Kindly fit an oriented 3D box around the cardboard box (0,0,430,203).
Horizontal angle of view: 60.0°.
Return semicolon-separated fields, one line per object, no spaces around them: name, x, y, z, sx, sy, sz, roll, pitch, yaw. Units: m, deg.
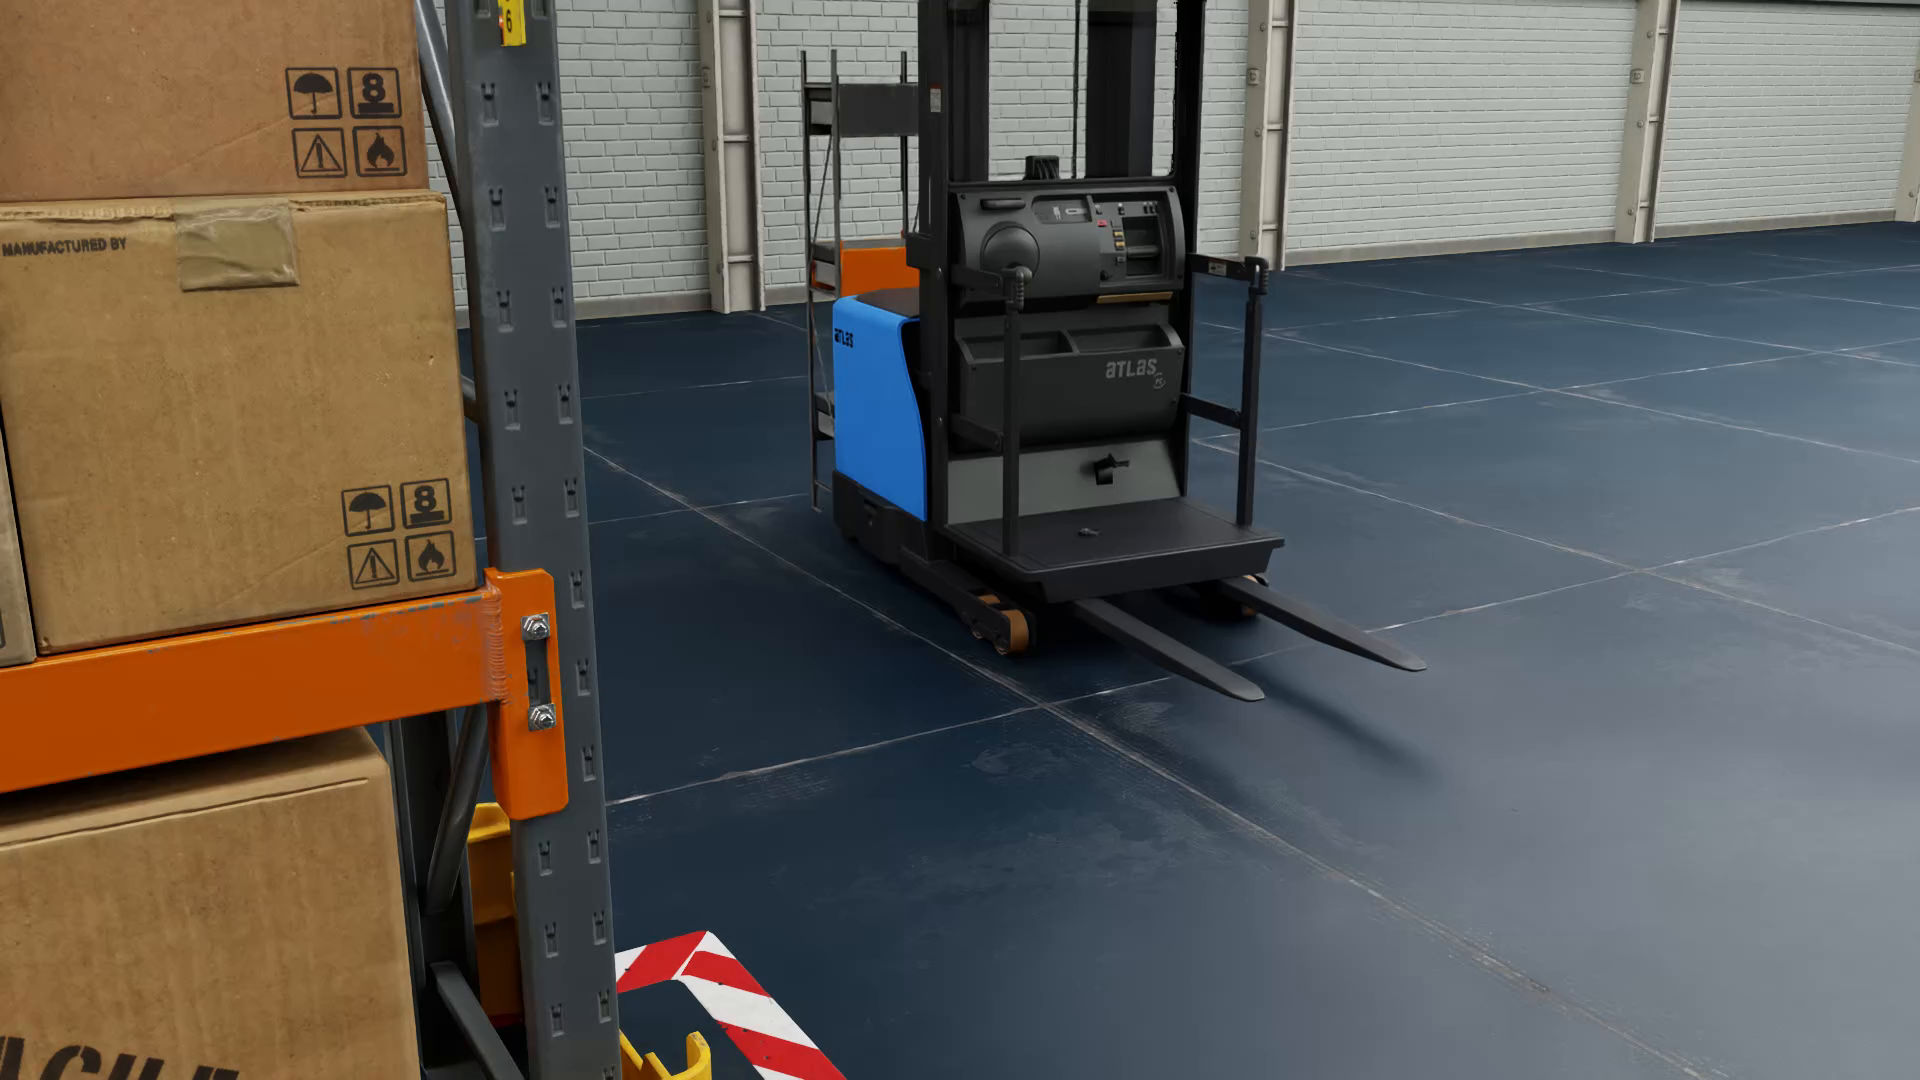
cardboard box;-1.179;-0.795;2.411;0.550;0.550;0.875;-9;18;-30

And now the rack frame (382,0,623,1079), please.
rack frame;-0.841;-0.246;2.729;0.127;3.000;1.000;-9;18;-30

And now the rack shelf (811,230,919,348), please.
rack shelf;-0.395;-1.127;7.589;0.480;0.518;0.431;-7;17;-25

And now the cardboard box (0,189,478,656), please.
cardboard box;-1.135;-0.256;2.487;0.550;0.550;0.875;-9;18;-30

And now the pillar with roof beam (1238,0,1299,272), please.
pillar with roof beam;5.406;-6.197;12.846;0.400;9.000;9.100;-9;18;-30

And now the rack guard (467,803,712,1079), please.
rack guard;-0.820;0.955;3.078;0.348;0.500;1.175;-9;18;-30

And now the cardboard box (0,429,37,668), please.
cardboard box;-1.596;-0.174;2.196;0.550;0.550;0.875;-9;18;-30

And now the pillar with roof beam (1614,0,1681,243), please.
pillar with roof beam;10.549;-7.031;15.821;0.400;9.000;9.100;-9;18;-30

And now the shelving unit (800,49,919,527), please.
shelving unit;-0.395;-1.140;7.586;0.503;2.100;0.431;-7;17;-25

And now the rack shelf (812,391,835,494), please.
rack shelf;-0.395;-0.453;7.778;0.480;0.518;0.431;-7;17;-25

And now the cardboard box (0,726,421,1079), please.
cardboard box;-1.388;0.685;2.568;0.875;0.875;0.875;-9;18;-29

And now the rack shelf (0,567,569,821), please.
rack shelf;-2.555;0.379;1.834;4.000;0.370;1.077;-9;18;-30

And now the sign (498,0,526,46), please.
sign;-0.573;-0.790;2.086;0.005;0.325;0.100;-9;18;-30

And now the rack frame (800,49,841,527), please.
rack frame;-0.614;-1.111;7.483;0.015;2.100;0.400;-7;17;-25

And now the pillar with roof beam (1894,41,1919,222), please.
pillar with roof beam;15.693;-7.865;18.796;0.400;9.000;9.100;-9;18;-30

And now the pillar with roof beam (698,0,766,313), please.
pillar with roof beam;0.263;-5.363;9.870;0.400;9.000;9.100;-9;18;-30

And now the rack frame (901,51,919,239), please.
rack frame;-0.175;-1.168;7.688;0.015;2.100;0.400;-7;17;-25

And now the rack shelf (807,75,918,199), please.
rack shelf;-0.395;-1.801;7.400;0.480;0.518;0.431;-7;17;-25

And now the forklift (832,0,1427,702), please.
forklift;0.513;-1.132;6.017;1.130;2.935;3.031;-7;17;-24
